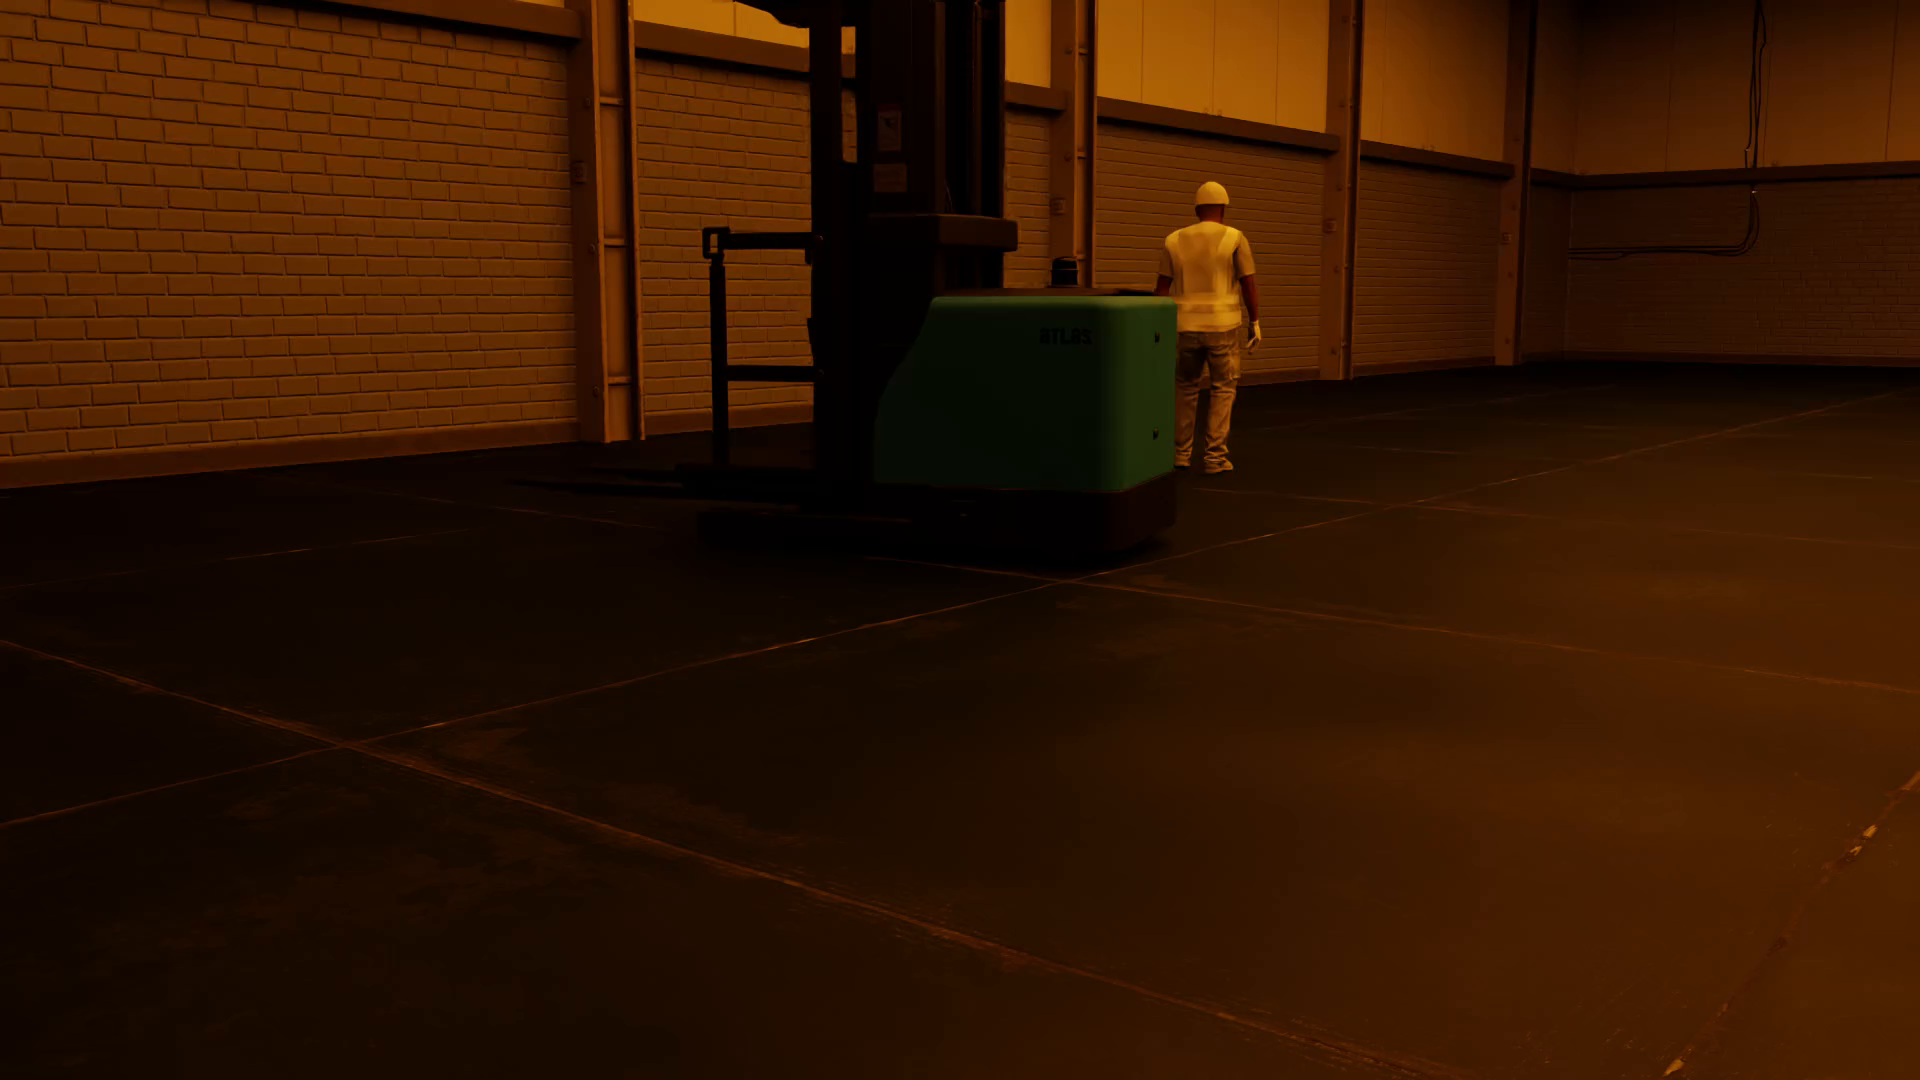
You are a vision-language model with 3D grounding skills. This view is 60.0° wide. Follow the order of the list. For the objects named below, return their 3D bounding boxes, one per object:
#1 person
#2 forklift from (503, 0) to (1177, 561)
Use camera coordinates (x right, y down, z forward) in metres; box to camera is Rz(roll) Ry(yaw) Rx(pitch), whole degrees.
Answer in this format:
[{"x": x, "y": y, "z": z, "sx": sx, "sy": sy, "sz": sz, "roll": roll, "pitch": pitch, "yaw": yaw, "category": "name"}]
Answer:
[{"x": 1.551, "y": -1.298, "z": 10.279, "sx": 0.641, "sy": 1.800, "sz": 0.509, "roll": 5, "pitch": 10, "yaw": 29, "category": "person"}, {"x": -0.605, "y": -1.475, "z": 7.363, "sx": 3.031, "sy": 2.935, "sz": 1.130, "roll": 3, "pitch": 9, "yaw": 20, "category": "forklift"}]
